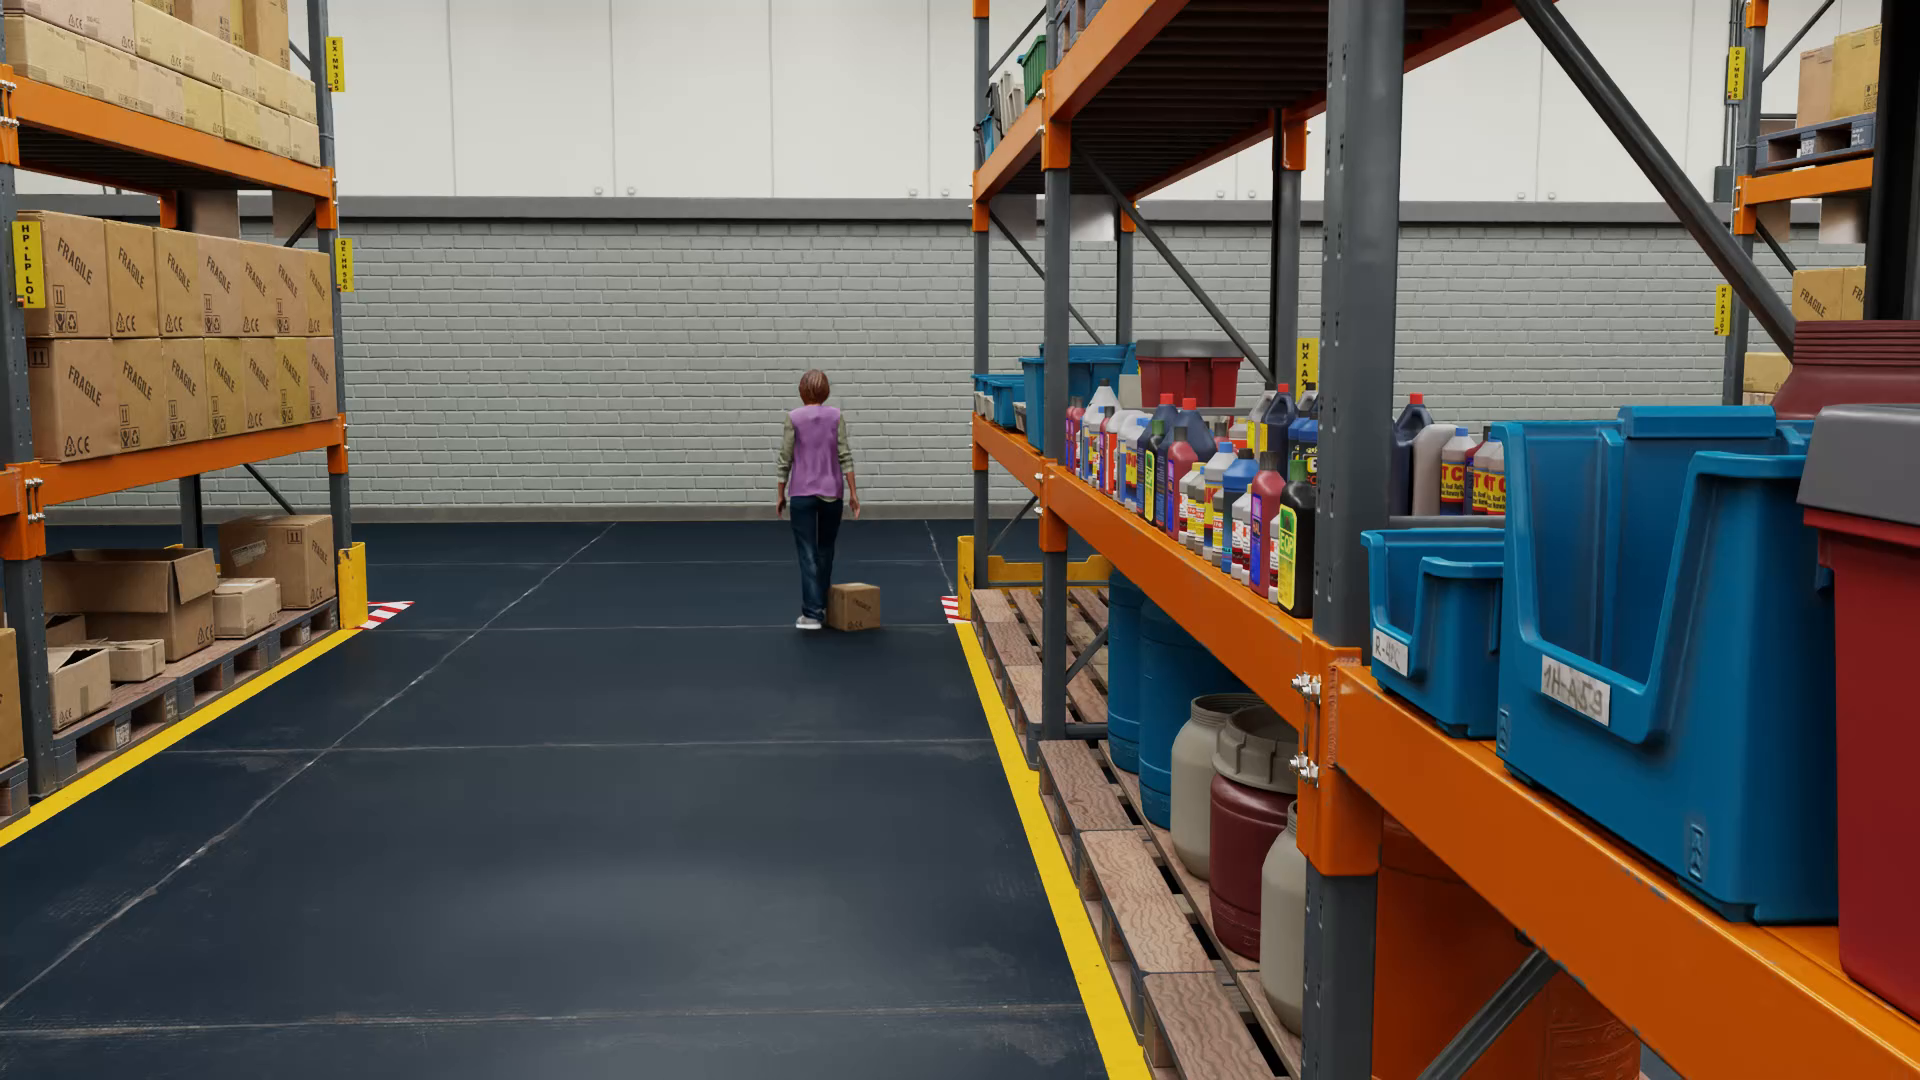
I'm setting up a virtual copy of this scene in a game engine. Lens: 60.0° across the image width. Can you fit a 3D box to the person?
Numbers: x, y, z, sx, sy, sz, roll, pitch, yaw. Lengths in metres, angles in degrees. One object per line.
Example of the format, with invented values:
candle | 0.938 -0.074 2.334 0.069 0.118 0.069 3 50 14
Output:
person | -0.880 -0.225 10.203 0.485 1.636 0.633 -2 7 -17
